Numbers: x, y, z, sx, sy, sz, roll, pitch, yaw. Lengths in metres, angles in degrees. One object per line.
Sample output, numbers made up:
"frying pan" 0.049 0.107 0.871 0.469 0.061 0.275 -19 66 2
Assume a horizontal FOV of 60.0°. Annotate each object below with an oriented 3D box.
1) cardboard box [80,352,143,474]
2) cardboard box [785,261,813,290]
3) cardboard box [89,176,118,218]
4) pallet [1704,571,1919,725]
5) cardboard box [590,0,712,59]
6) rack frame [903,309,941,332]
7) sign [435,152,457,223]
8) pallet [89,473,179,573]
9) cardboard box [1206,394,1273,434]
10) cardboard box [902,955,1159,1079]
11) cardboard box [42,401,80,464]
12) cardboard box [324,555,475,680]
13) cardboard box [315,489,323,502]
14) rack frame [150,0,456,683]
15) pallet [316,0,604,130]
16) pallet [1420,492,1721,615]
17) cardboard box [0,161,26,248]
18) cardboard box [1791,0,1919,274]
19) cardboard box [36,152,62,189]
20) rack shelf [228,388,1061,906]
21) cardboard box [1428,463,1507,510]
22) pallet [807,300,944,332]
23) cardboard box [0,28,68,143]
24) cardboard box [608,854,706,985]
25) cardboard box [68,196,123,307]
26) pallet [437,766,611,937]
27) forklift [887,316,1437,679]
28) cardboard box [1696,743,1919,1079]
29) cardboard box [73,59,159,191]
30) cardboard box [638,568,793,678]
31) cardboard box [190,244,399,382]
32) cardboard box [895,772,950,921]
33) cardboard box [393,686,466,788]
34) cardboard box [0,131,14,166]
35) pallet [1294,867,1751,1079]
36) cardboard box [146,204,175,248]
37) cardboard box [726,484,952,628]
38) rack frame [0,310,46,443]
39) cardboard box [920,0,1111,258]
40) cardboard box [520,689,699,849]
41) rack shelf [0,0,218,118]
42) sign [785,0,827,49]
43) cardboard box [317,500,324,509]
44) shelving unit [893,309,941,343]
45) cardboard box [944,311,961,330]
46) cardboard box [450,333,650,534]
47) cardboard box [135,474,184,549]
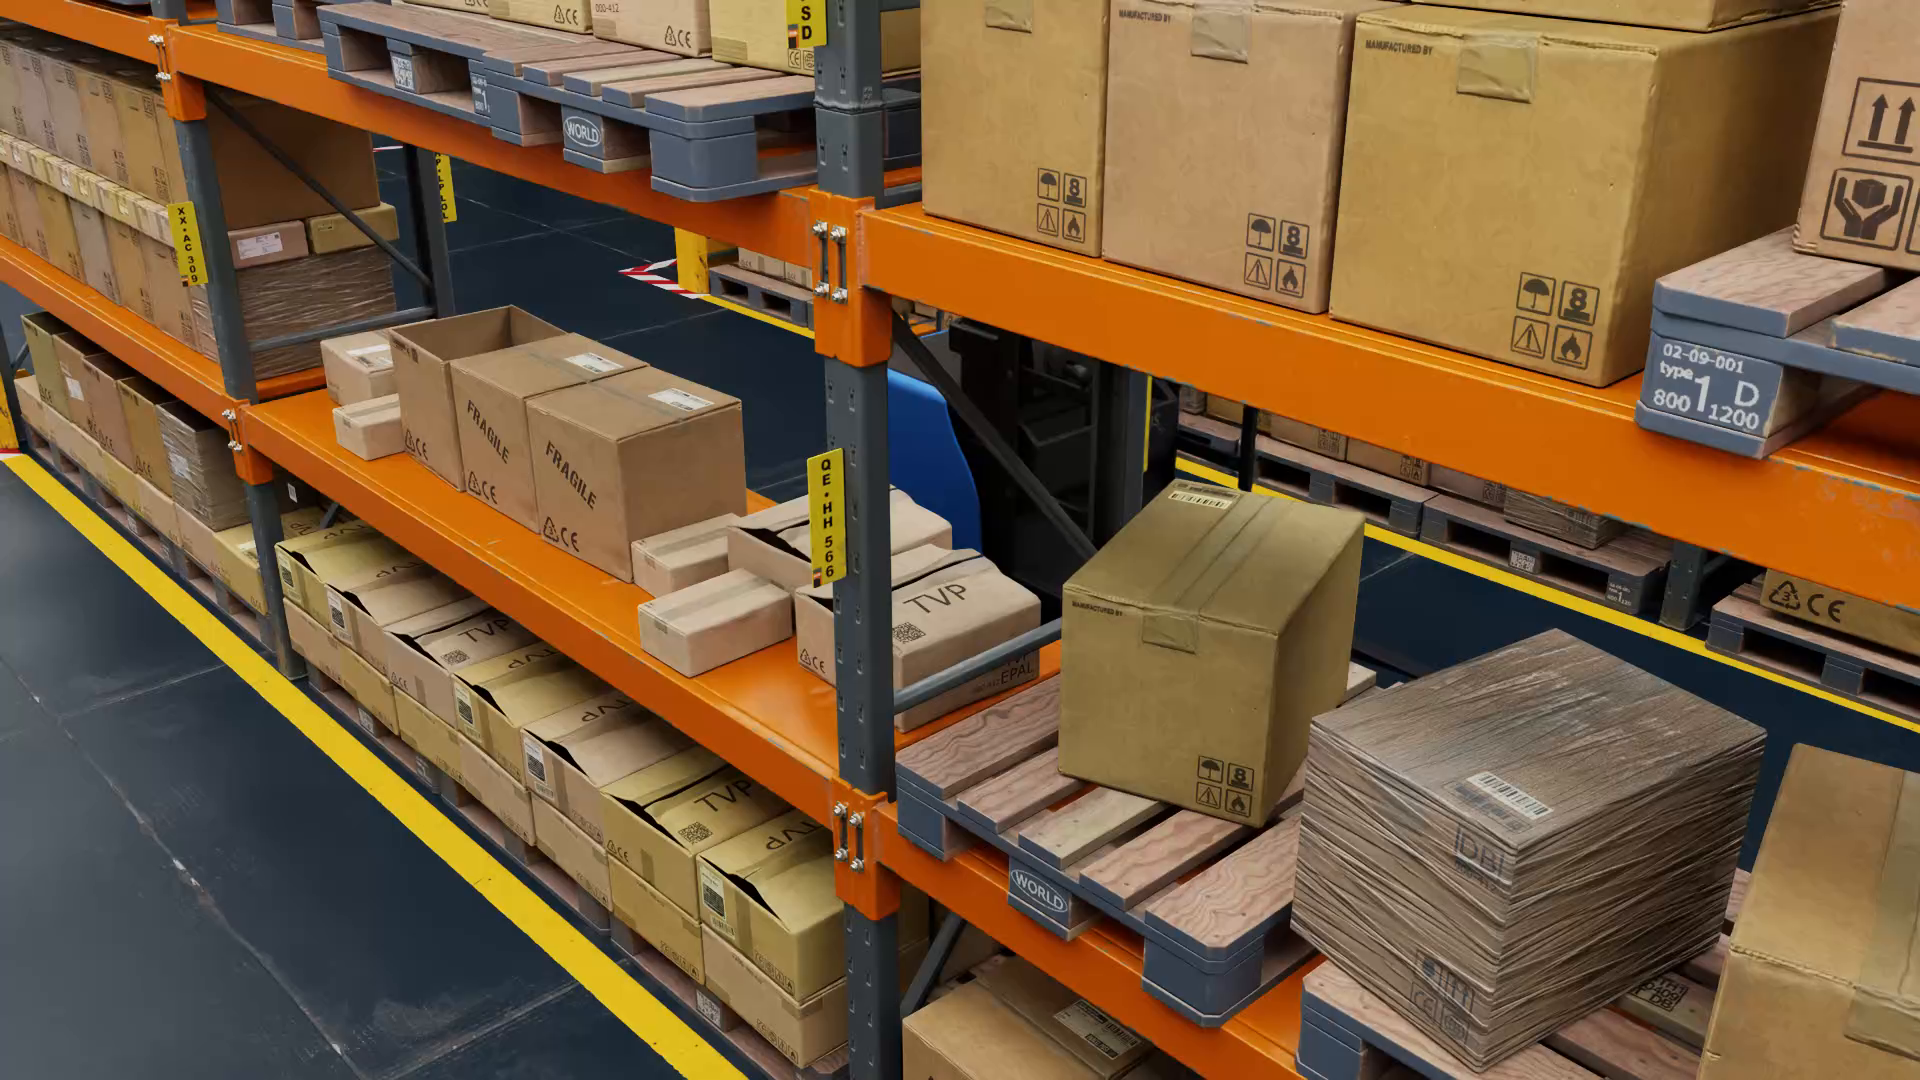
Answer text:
"cardboard box" -4.144 -0.704 8.583 0.500 0.500 0.500 -21 32 -38
"cardboard box" -0.961 -2.079 12.403 0.500 0.311 0.500 -18 30 -34
"cardboard box" -3.847 -1.639 7.827 0.380 0.149 0.250 -20 31 -37
"pallet" 4.193 0.442 7.526 1.003 0.211 1.213 -21 32 -38
"cardboard box" -0.626 -1.443 4.359 0.500 0.250 0.500 -20 31 -37
"rack frame" -0.194 -0.642 8.712 0.240 1.200 0.015 -20 31 -37
"sign" -2.248 -1.540 7.211 0.100 0.325 0.005 -21 32 -38
"pallet" -3.989 -0.246 9.034 1.003 0.211 1.213 -21 32 -38
"cardboard box" 1.881 -1.001 9.811 0.700 0.500 0.500 -22 32 -39
"cardboard box" 0.199 1.476 4.382 0.500 0.500 0.500 -20 31 -36
"cardboard box" -4.823 -0.668 9.407 0.500 0.250 0.500 -21 32 -38
"cardboard box" -2.199 0.262 6.693 0.500 0.311 0.500 -22 32 -39
"cardboard box" -3.074 -0.552 8.249 0.500 0.500 0.500 -21 32 -38
"rack frame" -2.638 -0.892 7.091 1.000 3.000 0.127 -21 32 -38
"pallet" -1.199 -1.477 4.987 1.003 0.211 1.213 -19 31 -36
"pallet" 3.177 -0.055 8.616 1.003 0.211 1.213 -21 32 -38
"cardboard box" -5.062 -2.004 9.409 0.700 0.500 0.500 -21 32 -38
"cardboard box" 1.626 -0.692 2.291 0.600 0.600 0.600 22 33 40
"cardboard box" -4.379 -1.875 8.343 0.380 0.149 0.250 -22 32 -39
"rack shelf" -1.271 0.041 5.912 1.077 0.370 4.000 -21 32 -38
"cardboard box" 2.912 -0.542 8.805 0.700 0.500 0.500 -21 32 -39
"pallet" -0.347 -1.593 11.987 1.003 0.211 1.213 -21 32 -38
"cardboard box" -4.662 -2.421 8.758 0.700 0.500 0.500 -22 33 -40
"cardboard box" -0.796 1.135 5.456 0.500 0.250 0.500 -22 32 -39
"cardboard box" -4.002 -1.536 8.382 0.700 0.500 0.500 -20 31 -37
"pallet" -1.268 0.959 6.394 1.003 0.211 1.213 -21 32 -38
"forklift" 0.776 -0.935 7.268 1.130 2.935 3.031 -20 31 -37
"cardboard box" 1.578 0.778 2.805 0.500 0.500 0.700 15 28 29
"cardboard box" -3.634 -1.965 7.760 0.700 0.500 0.500 -21 32 -38
"cardboard box" -0.720 0.240 4.912 0.380 0.149 0.250 -21 32 -38
"cardboard box" -2.946 -1.070 7.361 0.700 0.500 0.500 -22 33 -40
"cardboard box" -0.047 0.883 5.332 0.500 0.311 0.500 -20 31 -37
"cardboard box" -1.838 0.672 6.470 0.500 0.250 0.500 -22 33 -40
"cardboard box" -4.909 -2.109 8.857 0.380 0.149 0.250 -21 32 -38
"pallet" 1.429 0.995 3.186 1.003 0.211 1.213 -21 32 -38
"cardboard box" -3.328 -1.408 7.321 0.380 0.149 0.250 -22 33 -40
"cardboard box" -0.374 0.035 5.167 0.500 0.311 0.500 -22 32 -39
"rack frame" -5.372 -2.104 9.747 1.000 3.000 0.127 -21 32 -38
"cardboard box" 0.419 -0.968 3.522 0.910 0.500 0.500 -21 32 -38
"cardboard box" -1.145 0.727 5.674 0.500 0.311 0.500 -21 32 -39
"rack shelf" -4.005 -2.535 7.946 1.077 0.370 4.000 -21 32 -38
"sign" -0.315 -1.161 3.349 0.100 0.325 0.005 -21 32 -38
"cardboard box" -3.071 -0.211 8.406 0.500 0.250 0.500 -21 32 -38
"shelving unit" -0.355 -0.718 8.879 0.258 1.200 0.503 -20 31 -37
"cardboard box" 0.237 -1.664 11.266 0.500 0.500 0.500 21 32 38
"cardboard box" -1.422 -0.389 5.868 0.500 0.500 0.500 -21 32 -38
"cardboard box" -3.801 -0.212 8.408 0.500 0.250 0.500 -21 32 -38
